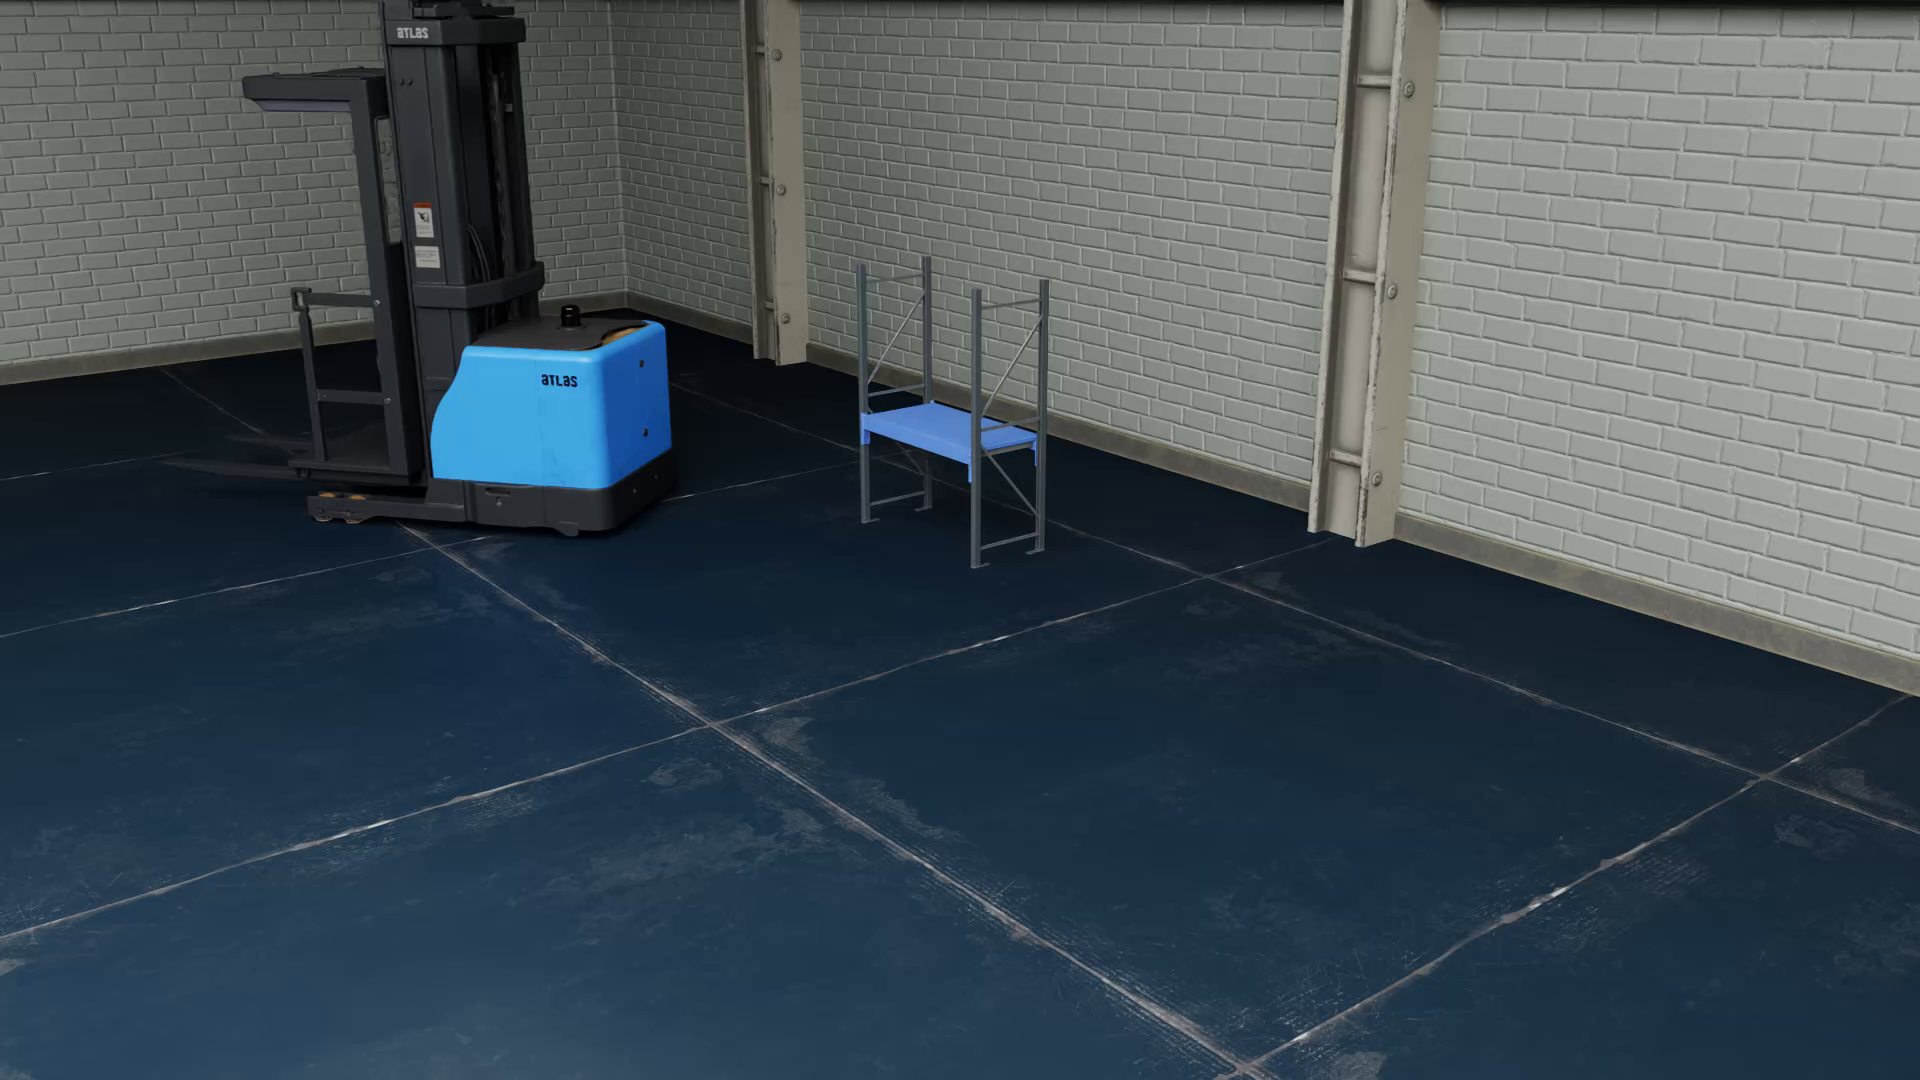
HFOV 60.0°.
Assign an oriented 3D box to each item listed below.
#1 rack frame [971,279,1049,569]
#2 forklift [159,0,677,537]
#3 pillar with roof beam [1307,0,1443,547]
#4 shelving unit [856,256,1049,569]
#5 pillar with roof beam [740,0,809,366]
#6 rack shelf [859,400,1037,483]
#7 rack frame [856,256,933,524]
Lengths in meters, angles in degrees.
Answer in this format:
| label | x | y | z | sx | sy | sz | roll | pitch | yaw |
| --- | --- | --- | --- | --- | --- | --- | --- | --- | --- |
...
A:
| label | x | y | z | sx | sy | sz | roll | pitch | yaw |
| --- | --- | --- | --- | --- | --- | --- | --- | --- | --- |
| rack frame | 0.263 | -0.608 | 8.812 | 0.500 | 1.500 | 0.032 | -14 | 23 | -36 |
| forklift | -3.305 | -1.638 | 9.648 | 3.031 | 2.935 | 1.130 | 4 | 19 | 13 |
| pillar with roof beam | -1.144 | -3.468 | 5.520 | 9.100 | 9.000 | 0.400 | -14 | 23 | -36 |
| shelving unit | -0.053 | -0.733 | 9.190 | 0.538 | 1.500 | 1.048 | -14 | 23 | -36 |
| pillar with roof beam | -4.870 | -4.946 | 9.984 | 9.100 | 9.000 | 0.400 | -14 | 23 | -36 |
| rack shelf | -0.053 | -0.562 | 9.247 | 0.538 | 0.185 | 1.000 | -14 | 23 | -36 |
| rack frame | -0.369 | -0.858 | 9.568 | 0.500 | 1.500 | 0.032 | -14 | 23 | -36 |
